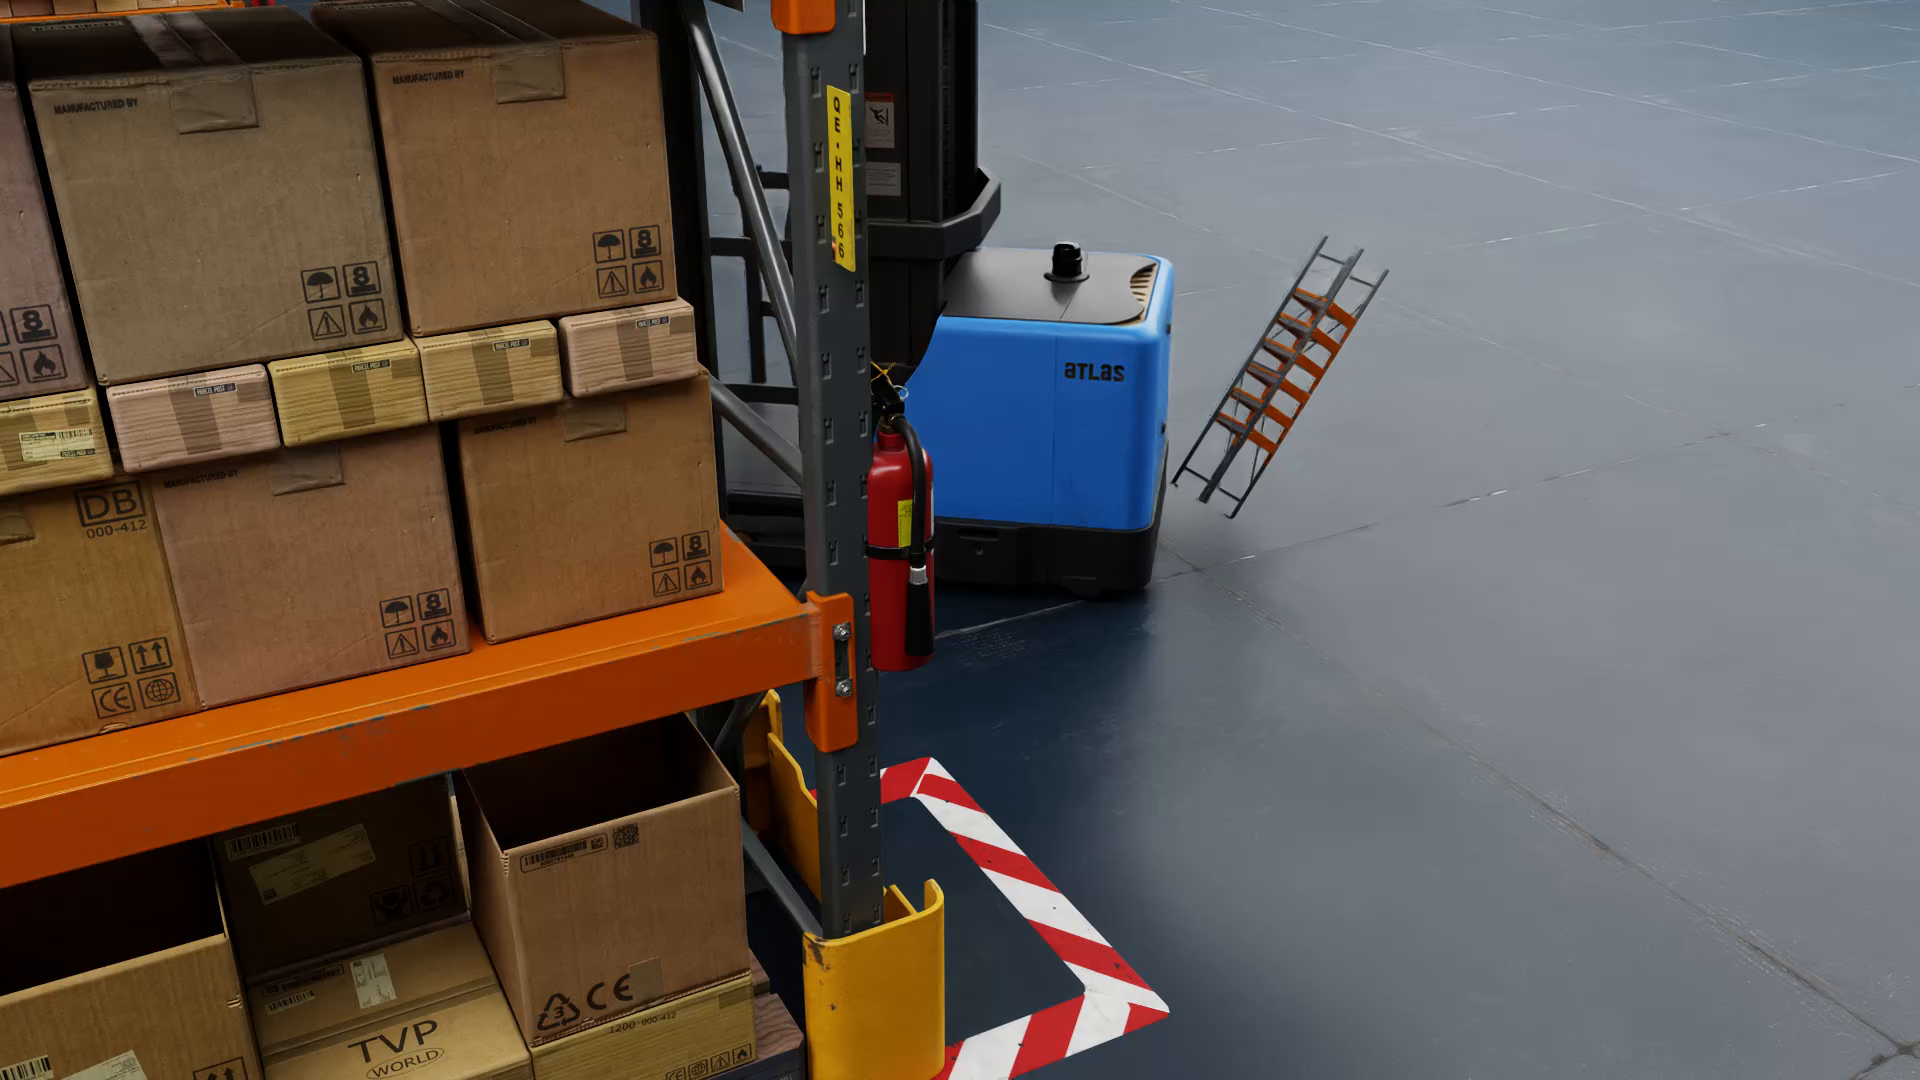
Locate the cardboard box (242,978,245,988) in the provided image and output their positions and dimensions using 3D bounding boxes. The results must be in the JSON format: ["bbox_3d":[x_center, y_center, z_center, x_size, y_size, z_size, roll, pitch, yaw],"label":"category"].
[{"bbox_3d":[-1.921,1.037,3.816,0.500,0.250,0.500,-13,29,-25],"label":"cardboard box"}]

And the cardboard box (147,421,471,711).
[{"bbox_3d":[-1.341,-0.088,3.353,0.500,0.500,0.700,-12,28,-24],"label":"cardboard box"}]

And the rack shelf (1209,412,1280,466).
[{"bbox_3d":[1.174,-0.430,6.924,0.180,0.103,0.258,27,7,-37],"label":"rack shelf"}]

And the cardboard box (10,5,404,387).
[{"bbox_3d":[-1.388,-0.662,3.049,0.500,0.500,0.700,-14,29,-26],"label":"cardboard box"}]

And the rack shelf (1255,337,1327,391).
[{"bbox_3d":[1.361,-0.736,6.891,0.180,0.103,0.258,27,7,-37],"label":"rack shelf"}]

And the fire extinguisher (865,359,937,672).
[{"bbox_3d":[-0.139,-0.054,3.486,0.183,0.674,0.296,-13,29,-25],"label":"fire extinguisher"}]

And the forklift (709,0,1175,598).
[{"bbox_3d":[-0.697,-1.402,6.283,3.031,2.935,1.130,4,26,9],"label":"forklift"}]

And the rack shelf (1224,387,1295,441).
[{"bbox_3d":[1.236,-0.532,6.913,0.180,0.103,0.258,27,7,-37],"label":"rack shelf"}]

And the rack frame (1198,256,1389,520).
[{"bbox_3d":[1.386,-0.638,6.954,0.006,1.200,0.240,27,7,-37],"label":"rack frame"}]

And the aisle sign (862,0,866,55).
[{"bbox_3d":[-0.266,-1.315,3.020,0.004,0.787,0.394,-13,29,-25],"label":"aisle sign"}]

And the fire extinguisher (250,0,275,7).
[{"bbox_3d":[-4.803,-3.839,11.369,0.183,0.674,0.296,-13,29,-25],"label":"fire extinguisher"}]

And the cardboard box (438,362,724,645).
[{"bbox_3d":[-0.880,-0.197,3.579,0.500,0.500,0.700,-13,29,-25],"label":"cardboard box"}]

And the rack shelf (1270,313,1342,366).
[{"bbox_3d":[1.423,-0.838,6.880,0.180,0.103,0.258,27,7,-37],"label":"rack shelf"}]

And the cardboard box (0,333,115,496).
[{"bbox_3d":[-1.620,-0.219,2.876,0.250,0.149,0.380,-12,28,-24],"label":"cardboard box"}]

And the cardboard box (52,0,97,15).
[{"bbox_3d":[-5.920,-3.610,11.093,0.250,0.149,0.380,-13,29,-25],"label":"cardboard box"}]

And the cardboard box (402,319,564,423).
[{"bbox_3d":[-0.940,-0.375,3.201,0.250,0.149,0.380,-12,28,-24],"label":"cardboard box"}]

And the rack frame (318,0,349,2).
[{"bbox_3d":[-2.790,-2.135,7.730,0.127,3.000,1.000,-13,29,-25],"label":"rack frame"}]

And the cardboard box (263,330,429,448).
[{"bbox_3d":[-1.166,-0.323,3.092,0.250,0.149,0.380,-13,29,-26],"label":"cardboard box"}]

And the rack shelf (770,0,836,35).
[{"bbox_3d":[-2.227,-0.863,2.447,4.000,0.370,1.077,-13,29,-25],"label":"rack shelf"}]

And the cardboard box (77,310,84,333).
[{"bbox_3d":[-1.820,-0.371,3.192,0.250,0.149,0.380,-14,29,-27],"label":"cardboard box"}]

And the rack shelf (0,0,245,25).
[{"bbox_3d":[-6.885,-3.295,10.978,4.000,0.370,1.077,-13,29,-25],"label":"rack shelf"}]

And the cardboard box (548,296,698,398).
[{"bbox_3d":[-0.710,-0.429,3.313,0.250,0.149,0.380,-14,29,-26],"label":"cardboard box"}]

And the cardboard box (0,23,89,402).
[{"bbox_3d":[-1.833,-0.559,2.834,0.500,0.500,0.700,-13,28,-25],"label":"cardboard box"}]

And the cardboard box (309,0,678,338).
[{"bbox_3d":[-0.927,-0.771,3.276,0.500,0.500,0.700,-13,29,-25],"label":"cardboard box"}]

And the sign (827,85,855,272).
[{"bbox_3d":[-0.219,-0.661,3.049,0.005,0.325,0.100,-13,29,-25],"label":"sign"}]

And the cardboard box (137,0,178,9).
[{"bbox_3d":[-5.496,-3.725,11.334,0.250,0.149,0.380,-13,29,-25],"label":"cardboard box"}]

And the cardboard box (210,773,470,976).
[{"bbox_3d":[-1.480,0.597,3.867,0.500,0.500,0.500,-13,29,-25],"label":"cardboard box"}]

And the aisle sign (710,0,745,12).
[{"bbox_3d":[-0.548,-1.544,3.498,0.004,0.787,0.394,-13,29,-25],"label":"aisle sign"}]

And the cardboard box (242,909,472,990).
[{"bbox_3d":[-1.480,0.936,4.028,0.500,0.250,0.500,-13,29,-25],"label":"cardboard box"}]

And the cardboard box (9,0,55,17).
[{"bbox_3d":[-6.160,-3.575,11.020,0.250,0.149,0.380,-13,29,-25],"label":"cardboard box"}]

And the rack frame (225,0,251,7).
[{"bbox_3d":[-5.121,-4.026,11.670,0.127,3.000,1.000,-13,29,-25],"label":"rack frame"}]

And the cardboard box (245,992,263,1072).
[{"bbox_3d":[-1.672,1.239,3.395,0.500,0.250,0.500,-13,29,-25],"label":"cardboard box"}]

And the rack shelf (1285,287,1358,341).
[{"bbox_3d":[1.485,-0.940,6.869,0.180,0.103,0.258,27,7,-37],"label":"rack shelf"}]

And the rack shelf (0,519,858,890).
[{"bbox_3d":[-2.227,0.489,3.096,4.000,0.370,1.077,-13,29,-25],"label":"rack shelf"}]

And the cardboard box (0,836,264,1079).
[{"bbox_3d":[-1.671,0.902,3.231,0.500,0.500,0.500,-13,29,-25],"label":"cardboard box"}]

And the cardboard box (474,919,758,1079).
[{"bbox_3d":[-0.796,1.030,3.831,0.500,0.250,0.500,-13,29,-25],"label":"cardboard box"}]

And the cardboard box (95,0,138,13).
[{"bbox_3d":[-5.692,-3.655,11.187,0.250,0.149,0.380,-13,29,-25],"label":"cardboard box"}]

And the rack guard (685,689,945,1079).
[{"bbox_3d":[-0.441,0.880,4.340,0.348,0.500,1.175,-13,29,-25],"label":"rack guard"}]

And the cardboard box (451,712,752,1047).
[{"bbox_3d":[-0.795,0.693,3.667,0.500,0.500,0.500,-13,29,-25],"label":"cardboard box"}]

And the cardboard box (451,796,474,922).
[{"bbox_3d":[-1.040,0.832,4.243,0.500,0.250,0.500,-13,29,-25],"label":"cardboard box"}]

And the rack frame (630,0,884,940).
[{"bbox_3d":[-0.462,-0.242,3.789,0.127,3.000,1.000,-13,29,-25],"label":"rack frame"}]

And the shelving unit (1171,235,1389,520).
[{"bbox_3d":[1.322,-0.672,6.898,0.189,1.200,0.258,27,7,-37],"label":"shelving unit"}]

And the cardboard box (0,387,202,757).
[{"bbox_3d":[-1.782,0.011,3.147,0.500,0.500,0.700,-13,28,-25],"label":"cardboard box"}]

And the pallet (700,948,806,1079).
[{"bbox_3d":[-1.117,1.187,4.035,1.213,0.211,1.003,-13,29,-25],"label":"pallet"}]

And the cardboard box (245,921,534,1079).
[{"bbox_3d":[-1.232,1.136,3.609,0.500,0.250,0.500,-13,29,-25],"label":"cardboard box"}]

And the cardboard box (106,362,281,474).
[{"bbox_3d":[-1.389,-0.273,2.987,0.250,0.149,0.380,-13,28,-24],"label":"cardboard box"}]

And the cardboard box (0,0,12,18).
[{"bbox_3d":[-6.370,-3.515,10.896,0.250,0.149,0.380,-13,29,-25],"label":"cardboard box"}]

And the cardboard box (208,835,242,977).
[{"bbox_3d":[-1.916,0.704,3.644,0.500,0.500,0.500,-13,29,-25],"label":"cardboard box"}]

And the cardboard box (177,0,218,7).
[{"bbox_3d":[-5.275,-3.776,11.440,0.250,0.149,0.380,-13,29,-25],"label":"cardboard box"}]

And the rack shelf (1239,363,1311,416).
[{"bbox_3d":[1.298,-0.634,6.902,0.180,0.103,0.258,27,7,-37],"label":"rack shelf"}]

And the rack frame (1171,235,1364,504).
[{"bbox_3d":[1.257,-0.705,6.842,0.006,1.200,0.240,27,7,-37],"label":"rack frame"}]
